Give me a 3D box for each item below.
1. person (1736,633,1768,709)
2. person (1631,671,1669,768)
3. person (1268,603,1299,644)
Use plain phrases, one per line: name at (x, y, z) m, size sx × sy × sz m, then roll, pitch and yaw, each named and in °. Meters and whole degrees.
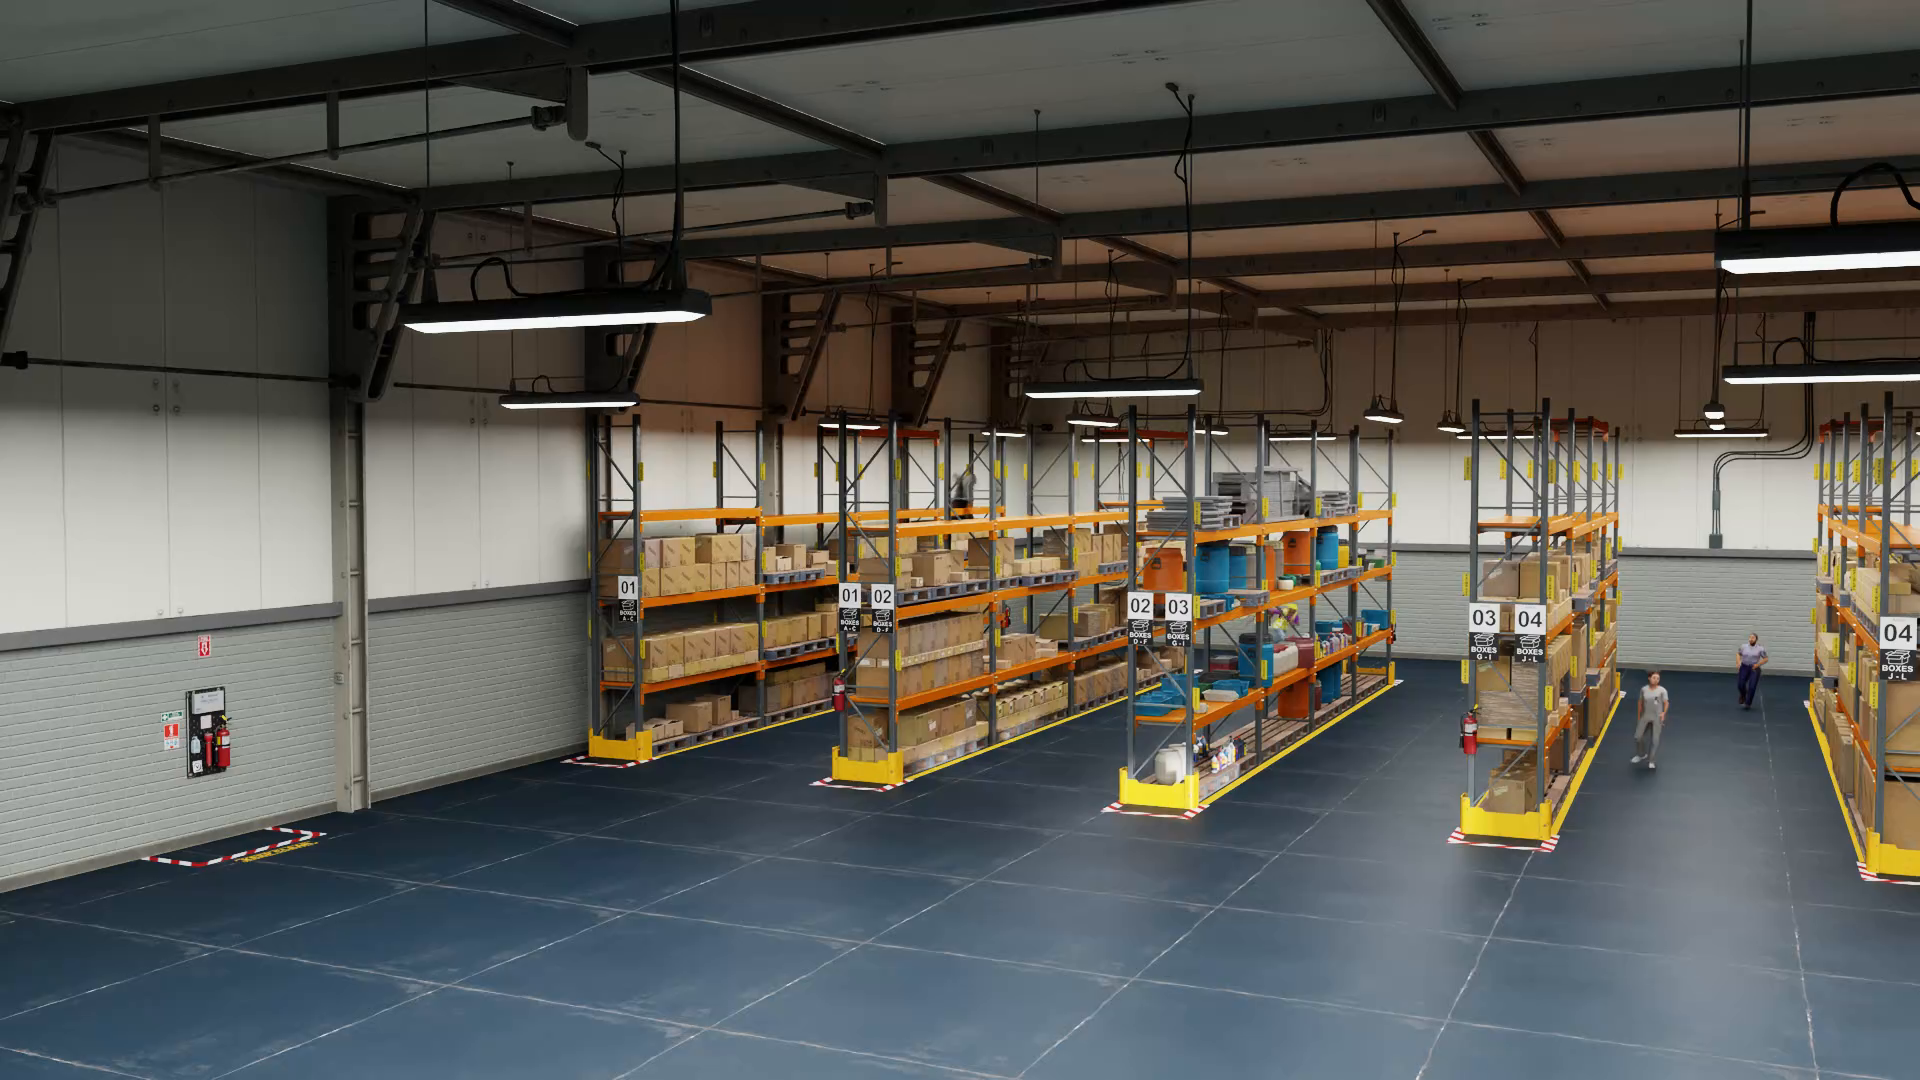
person at (16.688, 2.761, 35.068) m, size 0.632 × 1.598 × 0.511 m, roll 2°, pitch 3°, yaw 35°
person at (11.623, 3.025, 28.030) m, size 0.611 × 1.660 × 0.627 m, roll 1°, pitch 3°, yaw 31°
person at (8.591, 2.423, 44.425) m, size 0.695 × 1.540 × 1.166 m, roll -1°, pitch 3°, yaw -30°
